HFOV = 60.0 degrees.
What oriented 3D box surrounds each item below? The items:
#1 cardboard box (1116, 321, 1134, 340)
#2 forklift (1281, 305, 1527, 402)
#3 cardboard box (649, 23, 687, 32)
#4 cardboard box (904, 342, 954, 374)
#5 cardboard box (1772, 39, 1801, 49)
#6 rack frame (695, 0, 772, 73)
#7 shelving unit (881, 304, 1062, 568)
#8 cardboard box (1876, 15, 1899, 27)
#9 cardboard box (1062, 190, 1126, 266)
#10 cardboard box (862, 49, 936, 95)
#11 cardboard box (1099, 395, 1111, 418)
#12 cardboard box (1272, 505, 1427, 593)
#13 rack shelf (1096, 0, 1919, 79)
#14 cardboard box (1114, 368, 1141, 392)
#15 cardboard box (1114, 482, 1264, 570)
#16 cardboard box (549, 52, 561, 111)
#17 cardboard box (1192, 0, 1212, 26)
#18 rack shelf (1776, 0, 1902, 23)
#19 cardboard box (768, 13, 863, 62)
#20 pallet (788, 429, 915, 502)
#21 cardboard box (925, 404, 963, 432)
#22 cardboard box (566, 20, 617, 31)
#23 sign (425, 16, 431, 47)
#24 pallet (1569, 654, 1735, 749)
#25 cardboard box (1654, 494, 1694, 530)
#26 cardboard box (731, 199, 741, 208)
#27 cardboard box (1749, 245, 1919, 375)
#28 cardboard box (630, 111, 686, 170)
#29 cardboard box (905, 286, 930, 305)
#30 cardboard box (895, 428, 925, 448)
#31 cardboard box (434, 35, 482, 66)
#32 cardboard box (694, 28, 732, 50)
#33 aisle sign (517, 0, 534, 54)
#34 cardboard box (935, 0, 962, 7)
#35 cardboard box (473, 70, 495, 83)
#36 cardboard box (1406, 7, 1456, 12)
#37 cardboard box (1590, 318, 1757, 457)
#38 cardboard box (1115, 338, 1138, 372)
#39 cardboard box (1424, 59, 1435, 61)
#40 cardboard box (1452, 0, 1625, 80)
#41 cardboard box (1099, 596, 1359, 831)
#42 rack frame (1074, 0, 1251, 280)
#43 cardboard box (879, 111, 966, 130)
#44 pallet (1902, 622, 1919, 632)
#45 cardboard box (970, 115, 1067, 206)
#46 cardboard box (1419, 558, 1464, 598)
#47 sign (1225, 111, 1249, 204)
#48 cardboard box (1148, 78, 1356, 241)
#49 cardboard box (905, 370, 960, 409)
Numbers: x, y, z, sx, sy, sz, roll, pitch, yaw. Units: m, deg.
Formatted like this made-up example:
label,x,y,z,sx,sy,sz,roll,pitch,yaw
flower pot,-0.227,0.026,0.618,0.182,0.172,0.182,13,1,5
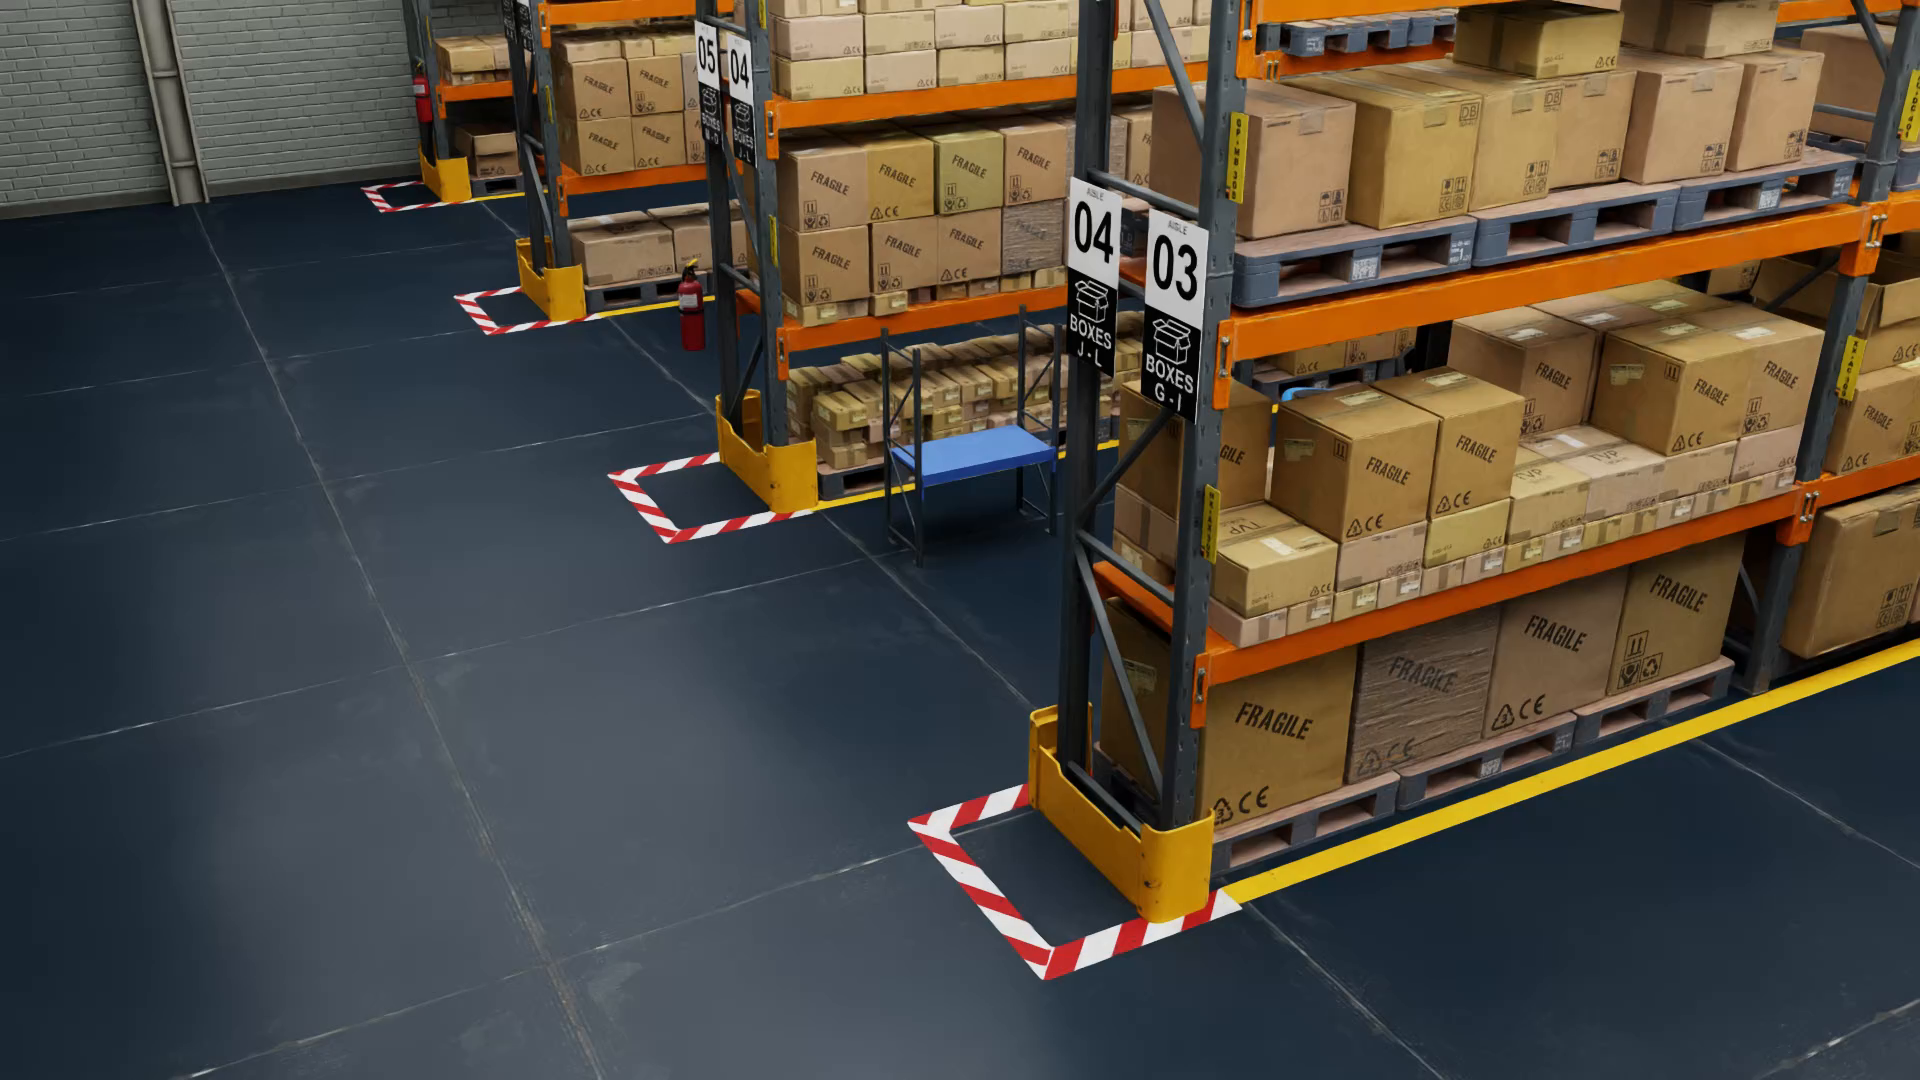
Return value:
label,x,y,z,sx,sy,sz,roll,pitch,yaw
cardboard box,1.185,-1.658,13.360,0.250,0.149,0.380,-13,29,-26
forklift,3.500,-1.040,10.029,3.031,2.935,1.130,5,26,9
cardboard box,-2.762,-4.781,15.723,0.250,0.149,0.380,-13,29,-26
cardboard box,-0.238,-1.378,12.776,0.250,0.149,0.380,-12,28,-23
cardboard box,7.782,-4.394,15.666,0.500,0.500,0.700,-13,28,-25
rack frame,-1.472,-4.471,10.165,0.127,3.000,1.000,-13,29,-25
shelving unit,0.075,-0.693,10.962,1.048,1.500,0.538,-13,29,-25
cardboard box,9.458,-4.827,16.416,0.550,0.550,0.875,-13,29,-25
cardboard box,0.865,-2.348,12.215,0.500,0.500,0.500,-13,29,-25
cardboard box,-0.489,-3.150,11.053,0.500,0.250,0.500,-12,28,-23
cardboard box,0.958,-1.064,12.810,0.250,0.149,0.380,-13,29,-25
cardboard box,1.779,-0.021,7.658,0.500,0.250,0.500,-13,29,-26
rack shelf,2.537,-2.459,7.267,4.000,0.370,1.077,-13,29,-25
cardboard box,1.200,-1.299,12.954,0.250,0.149,0.380,-13,28,-25
cardboard box,1.075,-0.118,7.860,0.500,0.250,0.500,-13,29,-26
cardboard box,-3.577,-4.321,15.513,0.500,0.500,0.500,-12,28,-23
cardboard box,1.770,-3.900,12.037,0.500,0.250,0.500,-14,29,-28
rack shelf,7.351,-4.831,15.212,4.000,0.370,1.077,-13,29,-25
cardboard box,-0.954,-3.268,10.722,0.500,0.250,0.500,-13,28,-24
pallet,-0.672,-0.677,12.415,1.213,0.211,1.003,-13,29,-25
cardboard box,-0.169,-0.942,12.211,0.250,0.149,0.380,-12,28,-24
cardboard box,-4.379,-6.231,19.725,0.500,0.500,0.500,-12,28,-24
sign,-5.974,-5.714,18.685,0.005,0.325,0.100,-13,29,-25
pallet,3.594,0.716,9.515,1.213,0.211,1.003,-13,29,-25
cardboard box,3.507,-0.209,8.509,0.250,0.149,0.380,-12,28,-24
cardboard box,-1.755,-3.216,16.957,0.875,0.438,0.875,-14,29,-27
cardboard box,4.862,-1.297,9.210,0.637,0.503,0.797,-14,29,-26
cardboard box,-2.899,-3.783,15.548,0.500,0.500,0.500,-13,29,-26
cardboard box,-0.400,-1.801,11.826,0.250,0.149,0.380,-12,28,-23
cardboard box,-0.451,-0.793,12.244,0.250,0.149,0.380,-13,28,-25
cardboard box,-5.949,-5.793,19.679,0.500,0.250,0.500,-12,28,-24
cardboard box,-2.296,-4.650,15.448,0.250,0.149,0.380,-13,28,-25
aisle sign,-3.818,-4.683,14.534,0.004,0.787,0.394,-13,29,-25
cardboard box,-0.180,-3.649,11.055,0.250,0.149,0.380,-12,28,-24
cardboard box,-5.608,-5.449,19.425,0.250,0.149,0.380,-12,28,-24
cardboard box,3.482,-4.433,12.948,0.637,0.503,0.797,-13,29,-26
cardboard box,3.578,-0.774,8.360,0.500,0.500,0.500,-13,28,-25
cardboard box,1.177,-1.438,12.900,0.250,0.149,0.380,-12,28,-23
cardboard box,5.467,-5.744,19.552,0.250,0.149,0.380,-13,29,-25
cardboard box,2.560,-2.229,7.378,0.500,0.250,0.500,-14,29,-27
cardboard box,1.300,0.756,8.179,0.875,0.875,0.875,-13,29,-25
rack frame,0.772,-2.556,6.176,0.127,3.000,1.000,-13,29,-25
cardboard box,-0.284,-2.797,11.995,0.500,0.500,0.500,-11,28,-23
pallet,6.025,0.155,10.684,1.213,0.211,1.003,-13,29,-25
cardboard box,0.408,-2.694,11.781,0.500,0.500,0.500,-14,29,-27
cardboard box,2.147,0.106,7.855,0.250,0.149,0.380,-14,29,-26
sign,1.028,-1.420,6.175,0.005,0.325,0.100,-13,29,-25
cardboard box,1.206,-1.609,6.955,0.500,0.500,0.700,-15,29,-28
cardboard box,-0.201,-1.102,12.201,0.250,0.149,0.380,-15,29,-28
